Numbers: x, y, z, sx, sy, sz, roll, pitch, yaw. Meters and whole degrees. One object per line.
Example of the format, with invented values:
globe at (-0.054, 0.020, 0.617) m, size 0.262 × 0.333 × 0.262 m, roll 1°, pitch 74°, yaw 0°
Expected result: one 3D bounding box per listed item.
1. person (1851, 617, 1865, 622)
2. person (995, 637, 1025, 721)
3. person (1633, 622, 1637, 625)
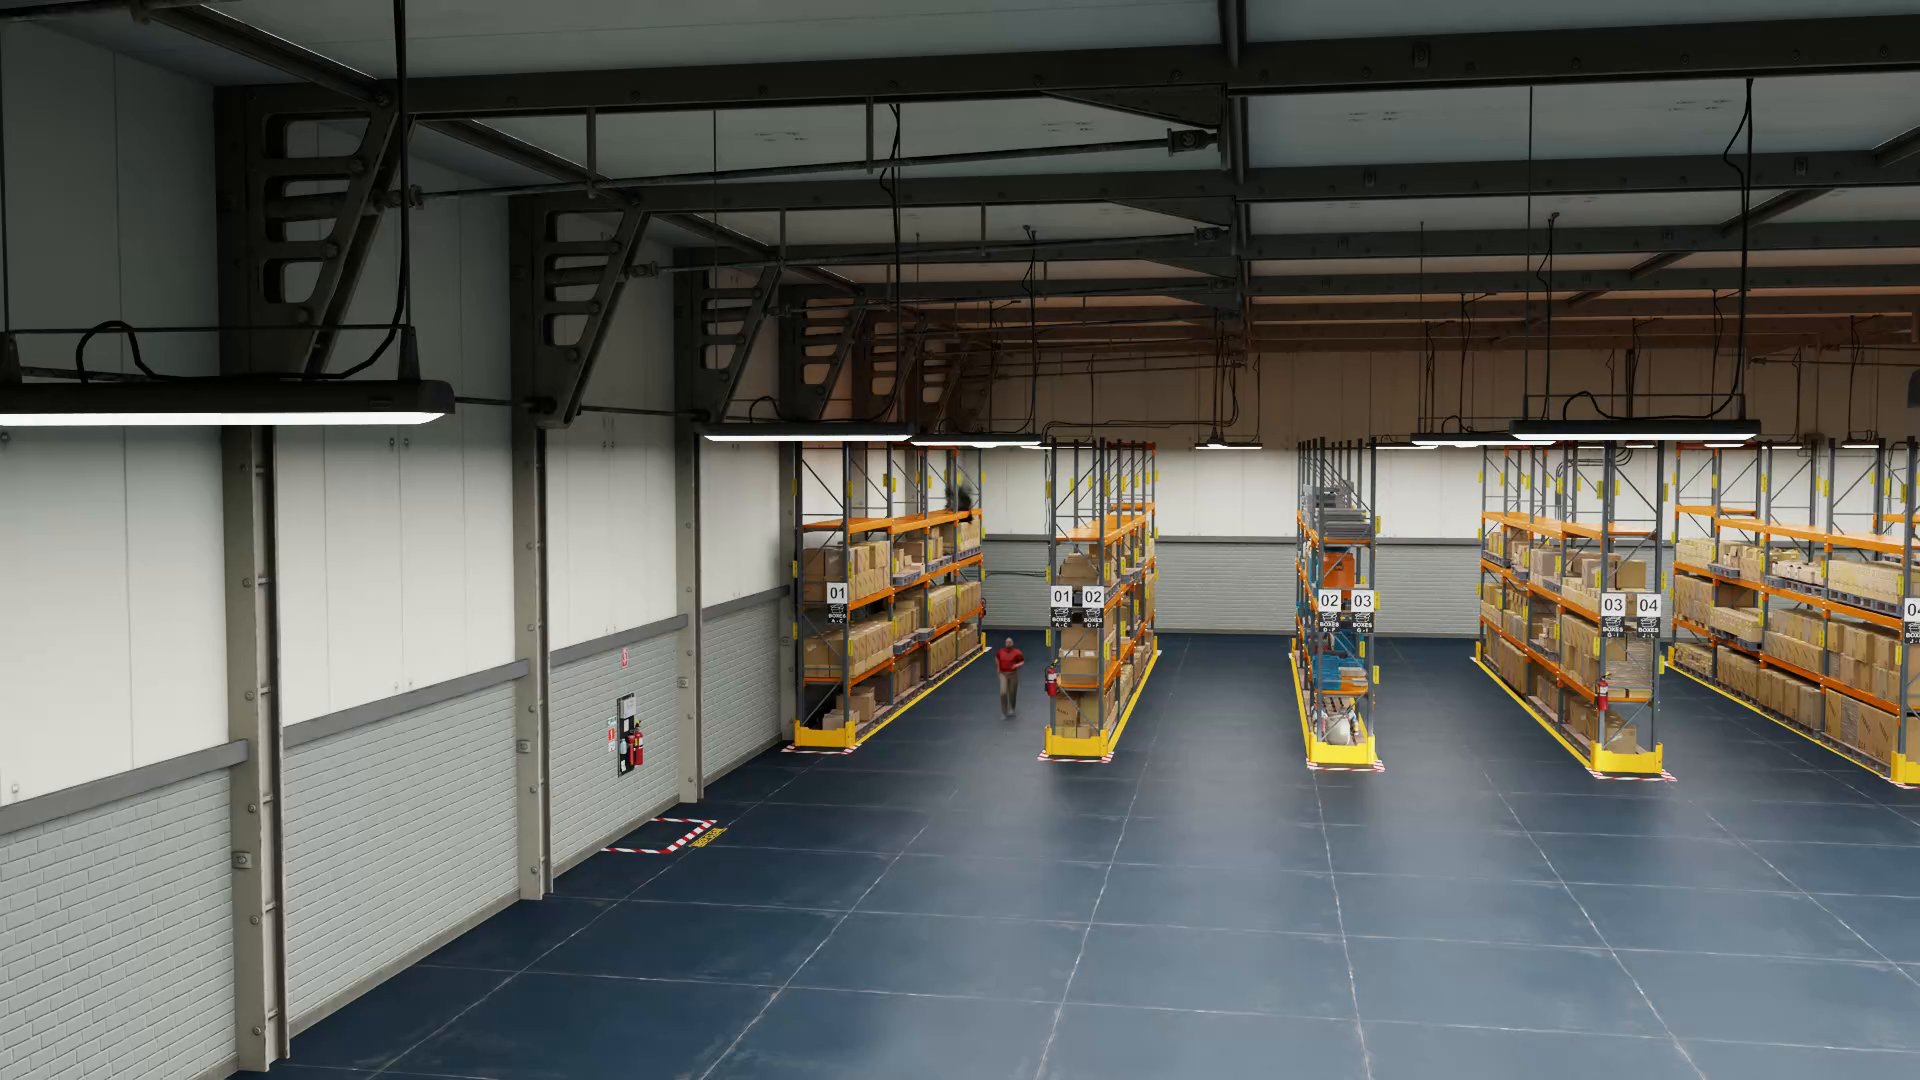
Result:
person at (24.411, 2.540, 45.085) m, size 0.558 × 1.612 × 0.685 m, roll 1°, pitch 3°, yaw 16°
person at (1.068, 2.981, 35.758) m, size 0.645 × 1.789 × 0.801 m, roll 0°, pitch 3°, yaw 5°
person at (17.477, 2.666, 42.702) m, size 0.531 × 1.629 × 0.741 m, roll 1°, pitch 3°, yaw 16°
